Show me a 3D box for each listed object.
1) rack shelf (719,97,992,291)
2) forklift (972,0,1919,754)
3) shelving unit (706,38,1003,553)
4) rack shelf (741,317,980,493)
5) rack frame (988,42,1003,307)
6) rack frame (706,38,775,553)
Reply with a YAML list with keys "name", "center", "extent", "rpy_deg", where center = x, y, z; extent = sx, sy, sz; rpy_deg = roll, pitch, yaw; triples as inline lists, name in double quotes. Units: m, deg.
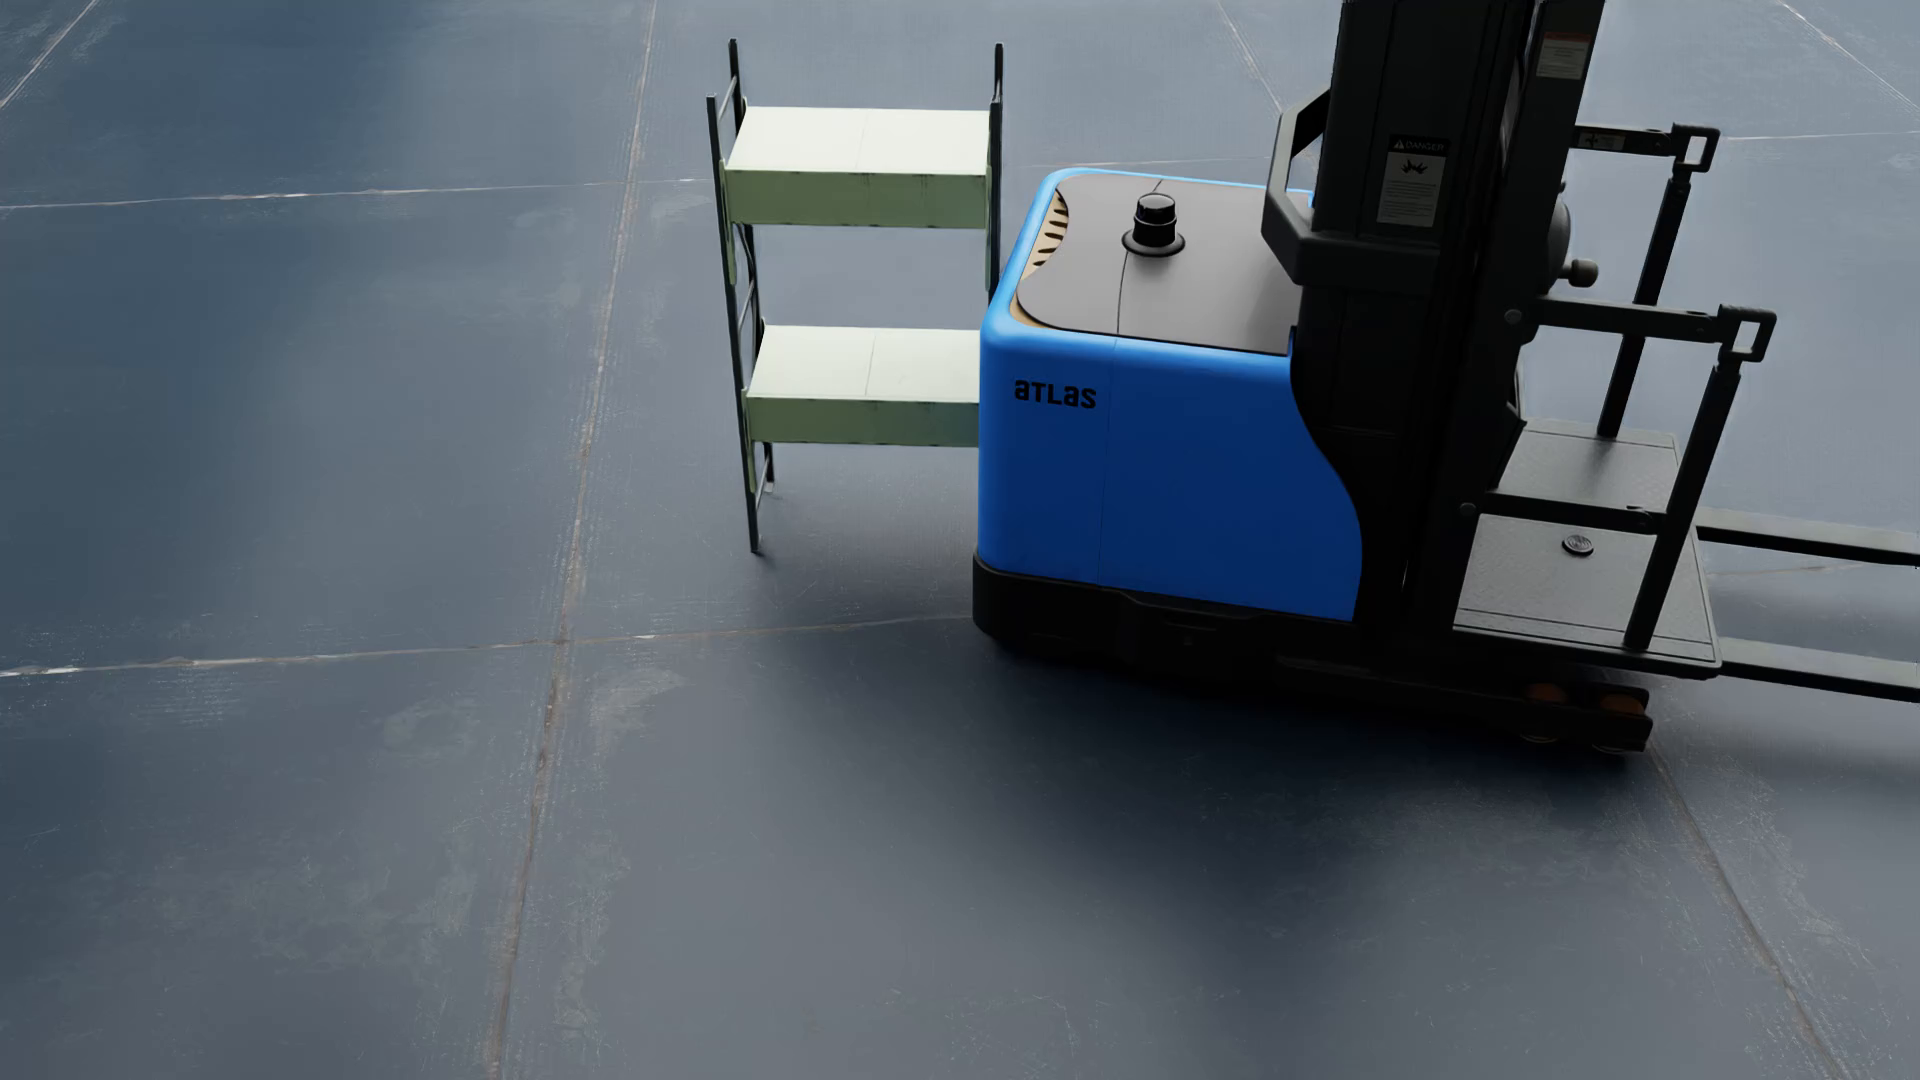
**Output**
- name: "rack shelf"
  center: [-0.267, -0.968, 4.636]
  extent: [0.720, 0.370, 0.431]
  rpy_deg: [2, 38, 2]
- name: "forklift"
  center: [1.609, -0.932, 4.065]
  extent: [3.031, 2.935, 1.130]
  rpy_deg: [8, 39, 10]
- name: "shelving unit"
  center: [-0.267, -0.661, 4.877]
  extent: [0.755, 1.500, 0.431]
  rpy_deg: [2, 38, 2]
- name: "rack shelf"
  center: [-0.267, -0.405, 5.079]
  extent: [0.720, 0.370, 0.431]
  rpy_deg: [2, 38, 2]
- name: "rack frame"
  center: [0.099, -0.651, 4.864]
  extent: [0.023, 1.500, 0.400]
  rpy_deg: [2, 38, 2]
- name: "rack frame"
  center: [-0.633, -0.672, 4.890]
  extent: [0.023, 1.500, 0.400]
  rpy_deg: [2, 38, 2]
